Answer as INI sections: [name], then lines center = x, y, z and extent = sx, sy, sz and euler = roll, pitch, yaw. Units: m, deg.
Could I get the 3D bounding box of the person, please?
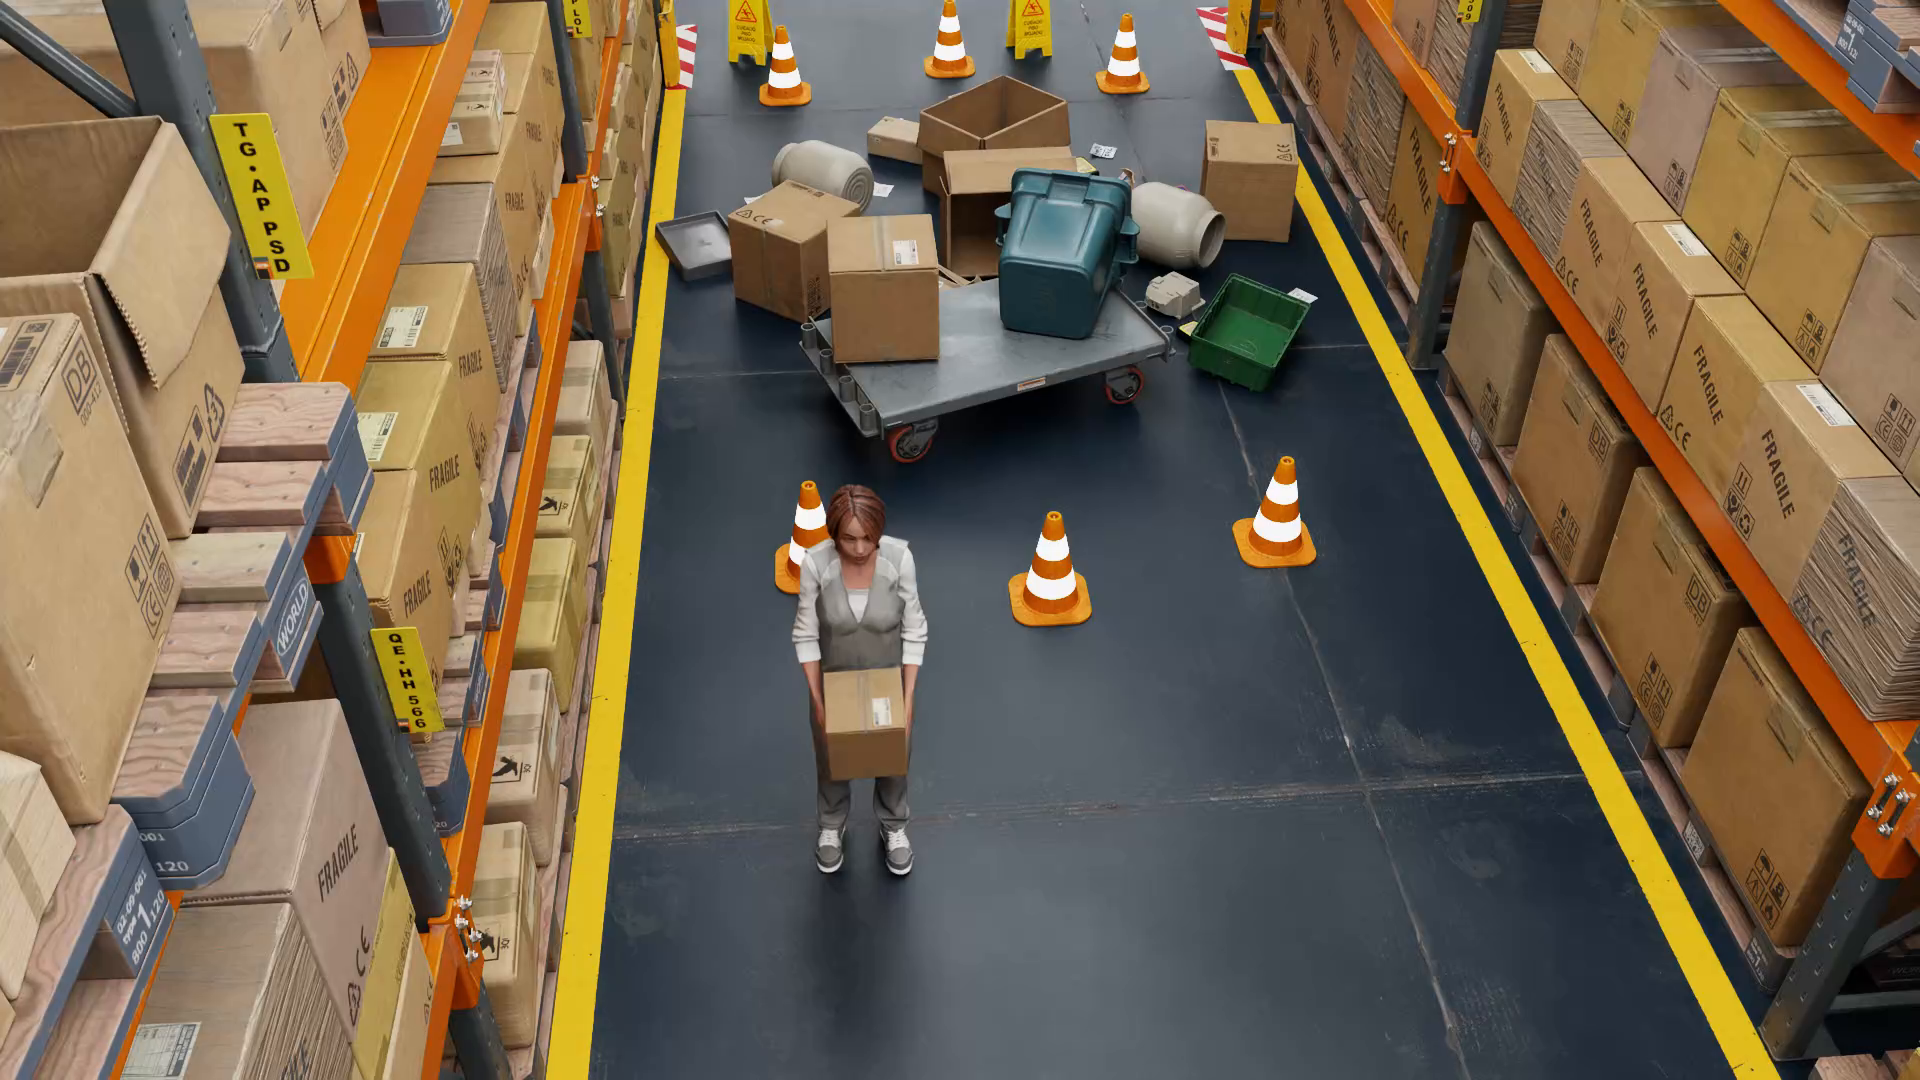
[person]
center = -0.323, 0.506, 5.545
extent = 0.443, 1.603, 0.436
euler = -4, 40, -4
